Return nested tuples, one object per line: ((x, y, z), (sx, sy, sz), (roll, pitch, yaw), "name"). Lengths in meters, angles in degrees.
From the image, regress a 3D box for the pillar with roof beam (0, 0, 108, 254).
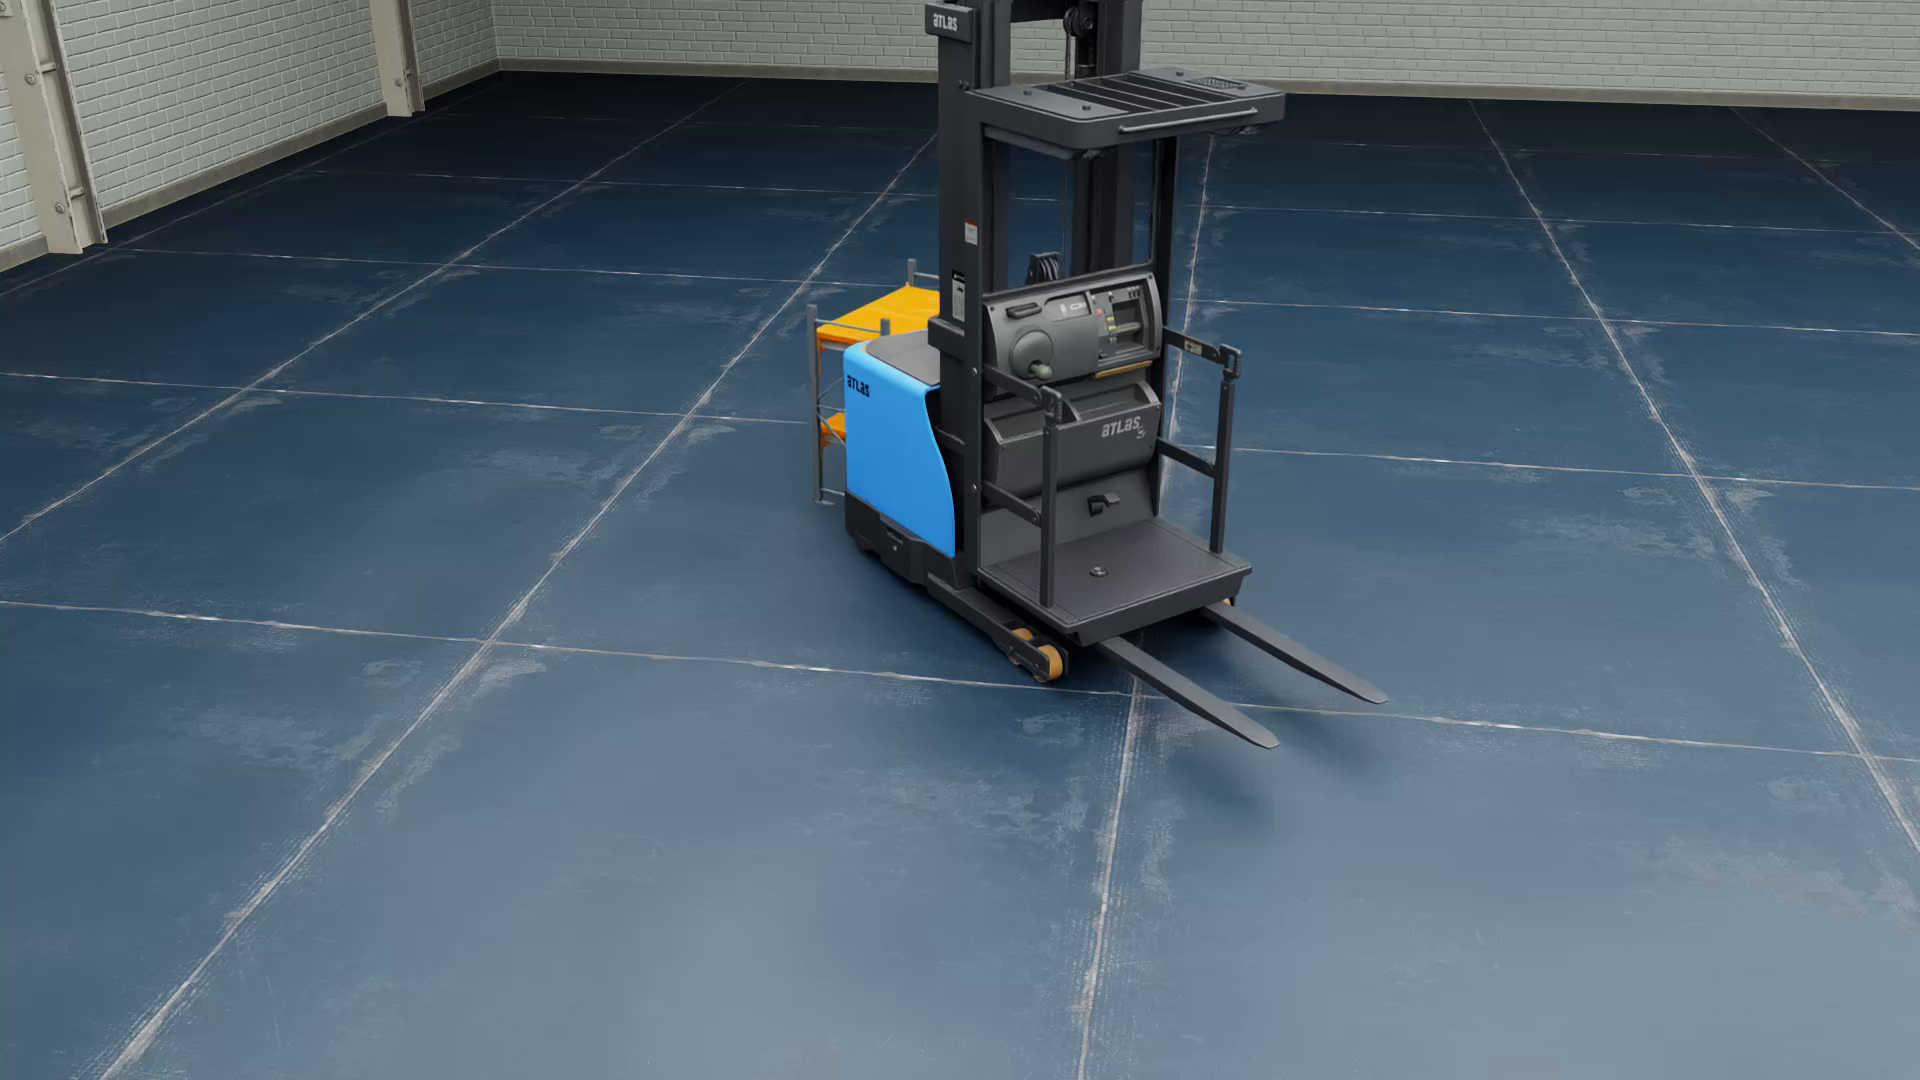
((-3.201, -6.250, 11.487), (9.100, 9.000, 0.400), (4, 25, 9), "pillar with roof beam")

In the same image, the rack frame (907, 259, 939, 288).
((-0.077, -1.048, 9.662), (0.500, 1.125, 0.032), (14, 28, 27), "rack frame")

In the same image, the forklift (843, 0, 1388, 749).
((0.640, -0.924, 7.266), (1.130, 2.935, 3.031), (-16, 29, -30), "forklift")

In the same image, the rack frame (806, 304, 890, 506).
((-0.582, -0.674, 8.863), (0.500, 1.125, 0.032), (14, 28, 27), "rack frame")

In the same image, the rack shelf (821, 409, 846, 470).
((-0.330, -0.639, 9.366), (0.538, 0.278, 1.000), (14, 28, 27), "rack shelf")

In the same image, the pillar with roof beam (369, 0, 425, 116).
((-2.220, -8.759, 16.848), (9.100, 9.000, 0.400), (4, 25, 9), "pillar with roof beam")

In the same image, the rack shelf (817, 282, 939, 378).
((-0.330, -1.126, 9.138), (0.538, 0.278, 1.000), (14, 28, 27), "rack shelf")

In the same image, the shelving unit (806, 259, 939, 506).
((-0.330, -0.861, 9.262), (0.538, 1.125, 1.048), (14, 28, 27), "shelving unit")
